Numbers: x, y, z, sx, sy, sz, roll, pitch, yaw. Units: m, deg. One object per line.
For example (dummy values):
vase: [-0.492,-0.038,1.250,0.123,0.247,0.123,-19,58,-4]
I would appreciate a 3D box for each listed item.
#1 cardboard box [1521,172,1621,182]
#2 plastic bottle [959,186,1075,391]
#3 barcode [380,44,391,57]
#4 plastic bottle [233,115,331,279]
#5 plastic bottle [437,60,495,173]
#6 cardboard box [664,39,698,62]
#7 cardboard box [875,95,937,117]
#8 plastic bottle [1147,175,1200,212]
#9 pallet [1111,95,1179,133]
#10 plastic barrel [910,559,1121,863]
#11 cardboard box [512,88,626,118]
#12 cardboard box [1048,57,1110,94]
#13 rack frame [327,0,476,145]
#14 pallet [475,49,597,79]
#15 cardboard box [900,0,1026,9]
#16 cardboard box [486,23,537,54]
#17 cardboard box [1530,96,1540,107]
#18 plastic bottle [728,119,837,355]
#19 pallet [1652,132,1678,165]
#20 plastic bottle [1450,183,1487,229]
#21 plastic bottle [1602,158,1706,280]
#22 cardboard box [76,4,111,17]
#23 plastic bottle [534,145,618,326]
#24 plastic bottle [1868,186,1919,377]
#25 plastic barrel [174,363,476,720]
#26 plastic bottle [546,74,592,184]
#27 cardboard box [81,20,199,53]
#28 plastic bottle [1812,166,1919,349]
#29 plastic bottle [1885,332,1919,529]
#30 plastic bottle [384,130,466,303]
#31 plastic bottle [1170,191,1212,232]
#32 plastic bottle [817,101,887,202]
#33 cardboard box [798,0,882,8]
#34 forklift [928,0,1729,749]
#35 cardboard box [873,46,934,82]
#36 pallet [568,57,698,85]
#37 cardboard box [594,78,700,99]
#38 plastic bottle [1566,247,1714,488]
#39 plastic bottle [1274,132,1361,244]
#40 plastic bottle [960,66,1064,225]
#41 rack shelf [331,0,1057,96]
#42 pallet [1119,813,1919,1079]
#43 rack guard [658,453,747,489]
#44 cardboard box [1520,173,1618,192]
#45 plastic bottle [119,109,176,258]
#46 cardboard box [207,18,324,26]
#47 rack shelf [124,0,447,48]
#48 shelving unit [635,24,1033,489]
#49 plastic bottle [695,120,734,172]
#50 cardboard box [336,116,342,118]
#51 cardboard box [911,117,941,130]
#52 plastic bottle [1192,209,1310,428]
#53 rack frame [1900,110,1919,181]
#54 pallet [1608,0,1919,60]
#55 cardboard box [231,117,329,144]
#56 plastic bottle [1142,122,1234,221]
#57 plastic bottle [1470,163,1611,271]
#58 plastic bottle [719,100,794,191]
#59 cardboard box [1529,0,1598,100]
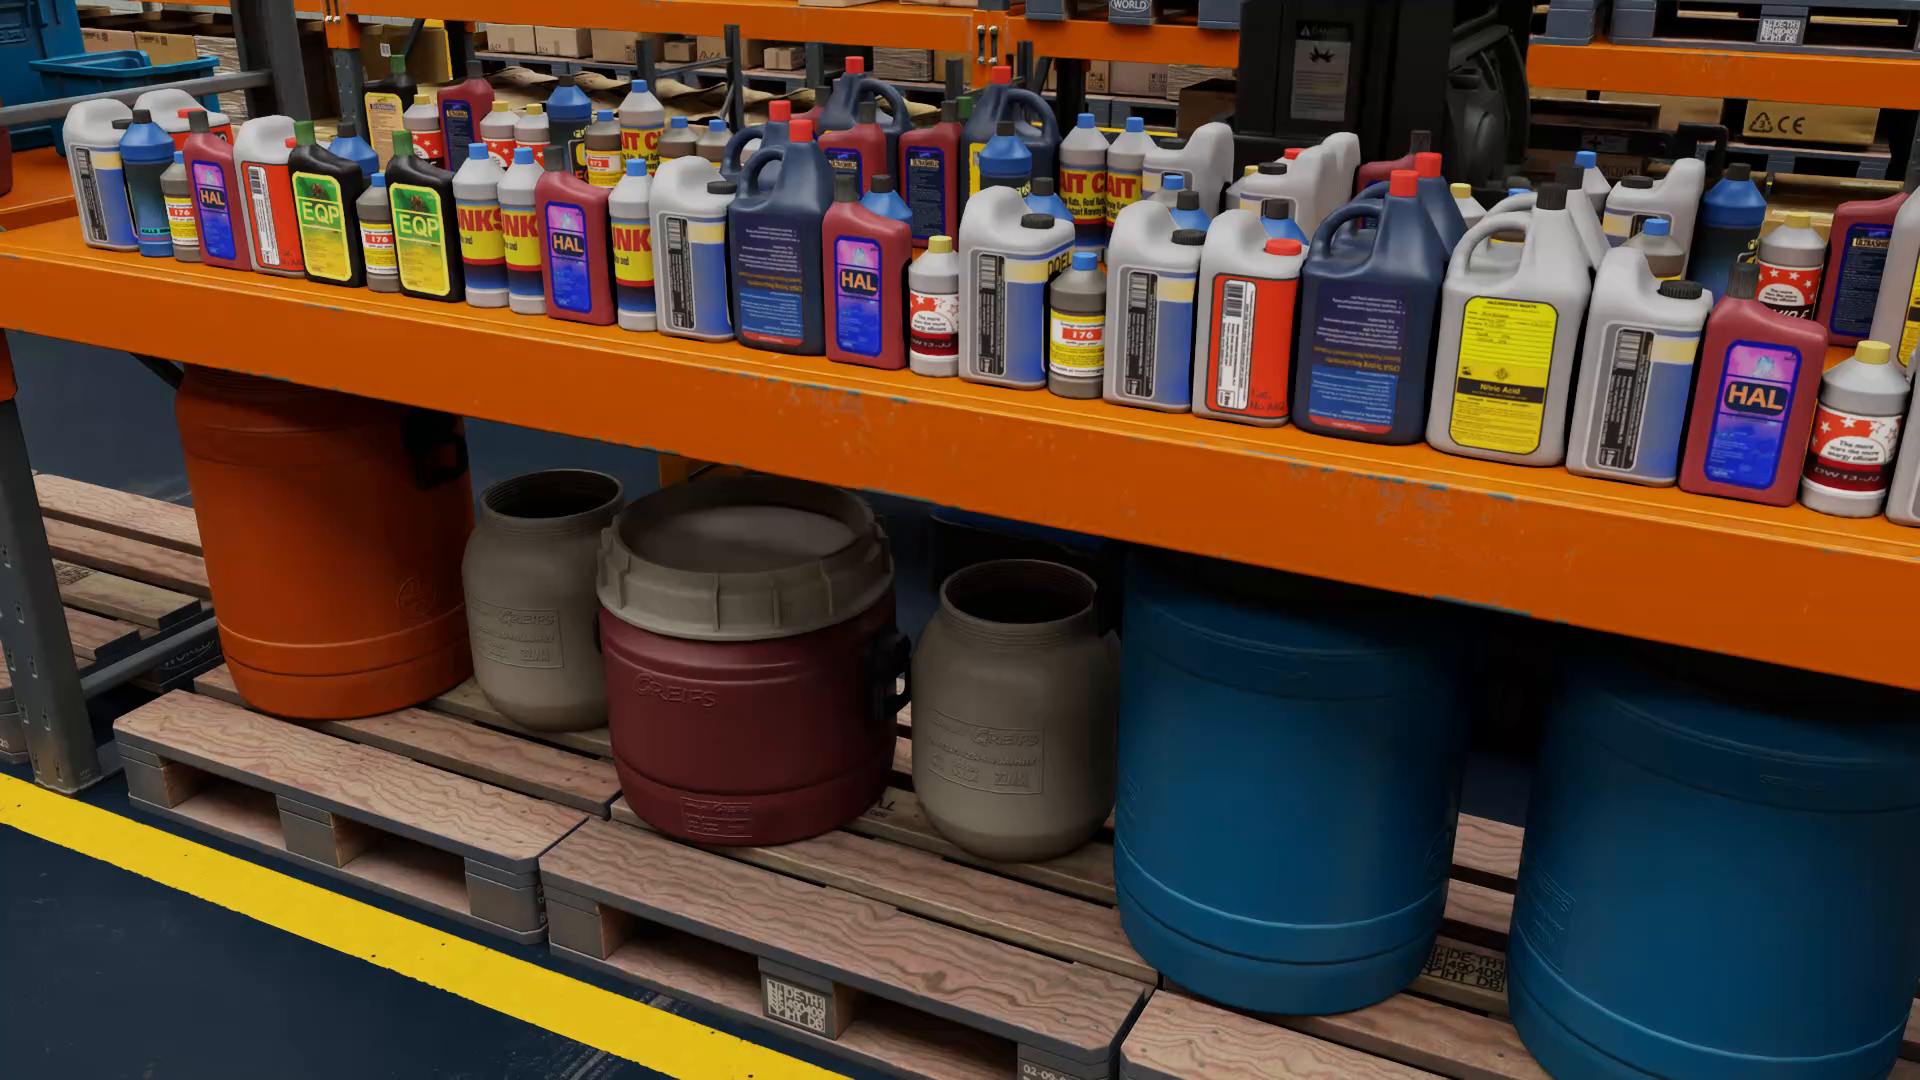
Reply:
cardboard box: [2.680,-1.394,7.326,0.500,0.500,0.500,12,26,25]
plastic bottle: [0.087,-0.378,2.465,0.135,0.276,0.152,11,25,25]
barcode: [-3.174,-2.706,9.185,0.075,0.075,0.001,11,25,25]
plastic bottle: [-1.229,-0.639,3.078,0.135,0.276,0.152,11,25,25]
plastic bottle: [-1.123,-0.950,3.800,0.133,0.283,0.061,11,25,25]
cardboard box: [-2.400,-4.313,14.640,0.250,0.149,0.380,9,25,20]
cardboard box: [-0.451,-2.167,8.773,0.500,0.311,0.500,11,25,23]
plastic bottle: [0.373,-0.542,2.944,0.097,0.201,0.097,0,23,0]
pallet: [1.891,-3.282,12.698,1.213,0.211,1.003,11,25,25]
plastic barrel: [0.114,0.333,3.276,0.421,0.512,0.421,0,23,0]
cardboard box: [-2.050,-2.247,8.962,0.500,0.311,0.500,10,25,23]
cardboard box: [1.058,-3.797,12.978,0.500,0.500,0.700,11,25,24]
rack frame: [-3.214,-3.402,9.418,0.127,3.000,1.000,11,25,25]
pallet: [-3.775,-4.387,15.296,1.213,0.211,1.003,11,25,25]
cardboard box: [0.051,-2.735,7.961,0.500,0.311,0.500,13,26,28]
cardboard box: [-3.975,-4.651,15.227,0.500,0.311,0.500,8,24,19]
cardboard box: [2.264,-1.823,7.376,0.500,0.250,0.500,11,25,24]
plastic bottle: [-0.263,-0.480,2.610,0.185,0.351,0.144,11,25,25]
pallet: [4.342,-2.762,11.476,1.213,0.211,1.003,11,25,25]
plastic bottle: [0.855,-0.513,2.877,0.097,0.201,0.097,0,23,0]
plastic bottle: [1.120,-0.483,2.711,0.135,0.276,0.152,11,25,25]
cardboard box: [-6.170,-3.391,11.410,0.500,0.500,0.500,11,25,25]
plastic bottle: [-0.631,-0.504,2.751,0.133,0.283,0.061,11,25,25]
plastic bottle: [1.484,-0.420,2.469,0.185,0.351,0.144,11,25,25]
plastic barrel: [-1.438,-0.081,3.844,0.708,0.830,0.600,11,25,25]
plastic bottle: [-0.854,-0.883,3.659,0.097,0.271,0.097,0,23,0]
cardboard box: [-5.068,-2.944,10.357,0.500,0.500,0.500,11,25,25]
plastic bottle: [1.434,-0.444,2.611,0.133,0.283,0.061,11,25,25]
plastic bottle: [1.190,-0.160,1.952,0.135,0.276,0.152,11,25,25]
plastic bottle: [-0.924,-0.562,2.887,0.133,0.283,0.061,11,25,25]
plastic bottle: [0.333,-0.382,2.480,0.097,0.271,0.097,0,23,0]
plastic bottle: [-0.209,-0.706,3.226,0.133,0.283,0.061,11,25,25]
cardboard box: [-0.571,-2.643,7.953,0.250,0.149,0.380,11,25,25]
forklift: [1.461,-1.044,3.960,3.031,2.935,1.130,11,25,24]
cardboard box: [-0.317,-4.061,13.599,0.500,0.500,0.700,12,26,26]
pallet: [-2.690,-4.171,14.789,1.213,0.211,1.003,11,25,25]
cardboard box: [-1.811,-2.438,9.411,0.500,0.311,0.500,11,25,24]
plastic bottle: [0.864,-0.225,2.104,0.135,0.276,0.152,11,25,25]
plastic bottle: [0.620,-0.582,2.944,0.135,0.276,0.152,11,25,25]
plastic bottle: [0.099,-0.721,3.176,0.185,0.351,0.144,11,25,25]
rack shelf: [-1.429,-2.718,8.728,4.000,0.370,1.077,11,25,25]
pallet: [1.018,0.872,2.930,1.213,0.211,1.003,11,25,25]
rack guard: [-0.804,-0.274,5.574,0.087,0.250,0.587,11,25,24]
cardboard box: [2.471,-1.208,6.889,0.500,0.500,0.500,12,26,25]
plastic bottle: [-1.551,-0.688,3.200,0.097,0.271,0.097,0,23,0]
cardboard box: [-4.379,-3.043,10.592,0.500,0.500,0.500,11,25,25]
rack shelf: [-4.998,-3.425,10.389,4.000,0.370,1.077,11,25,25]
shelving unit: [-0.359,-0.761,5.123,1.083,1.500,0.587,11,25,24]
plastic bottle: [-0.507,-0.782,3.511,0.097,0.201,0.097,0,23,0]
cardboard box: [-3.491,-2.518,10.315,0.500,0.250,0.500,11,25,25]
cardboard box: [-0.222,-1.889,8.118,0.500,0.311,0.500,12,26,26]
plastic bottle: [0.414,-0.314,2.313,0.135,0.276,0.152,11,25,25]
rack frame: [6.158,-3.721,10.166,0.127,3.000,1.000,11,25,25]
pallet: [3.262,-2.081,6.555,1.213,0.211,1.003,11,25,25]
cardboard box: [-4.168,-2.428,10.103,0.500,0.250,0.500,11,25,25]
plastic bottle: [0.413,-0.623,3.040,0.135,0.276,0.152,11,25,25]
plastic bottle: [0.785,-0.336,2.271,0.185,0.351,0.144,11,25,25]
plastic bottle: [-0.315,-0.557,2.791,0.185,0.351,0.144,11,25,25]
cardboard box: [3.964,-3.298,11.383,0.750,0.750,0.750,11,25,24]
